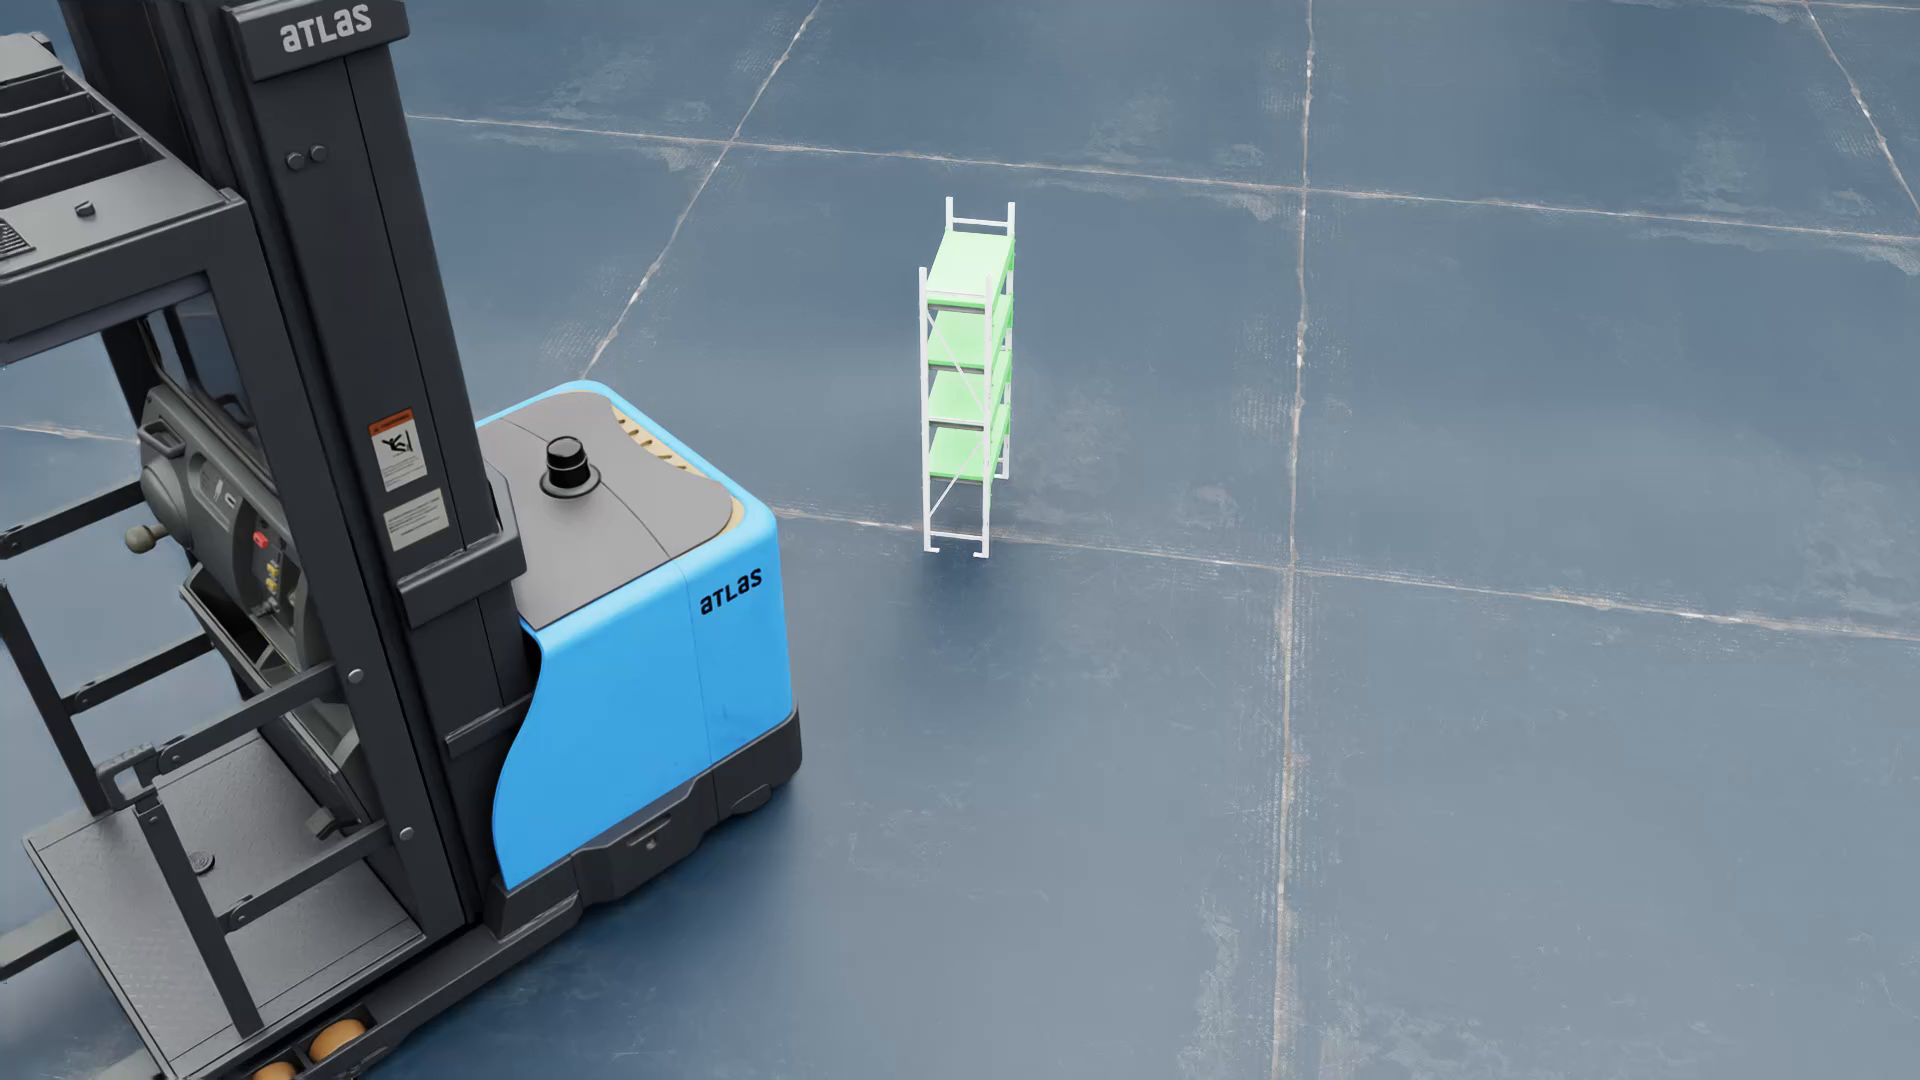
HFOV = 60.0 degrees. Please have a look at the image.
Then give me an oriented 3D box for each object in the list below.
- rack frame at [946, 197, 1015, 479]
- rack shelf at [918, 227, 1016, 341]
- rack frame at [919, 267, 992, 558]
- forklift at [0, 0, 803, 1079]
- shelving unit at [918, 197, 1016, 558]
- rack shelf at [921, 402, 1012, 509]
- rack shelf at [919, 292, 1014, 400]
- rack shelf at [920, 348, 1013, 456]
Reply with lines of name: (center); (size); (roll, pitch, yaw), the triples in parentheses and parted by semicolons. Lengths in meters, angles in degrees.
rack frame: (0.071, -0.719, 6.179); (0.240, 1.200, 0.015); (6, 40, 8)
rack shelf: (0.029, -0.887, 5.728); (0.258, 0.148, 0.480); (6, 40, 8)
rack frame: (-0.014, -0.413, 5.808); (0.240, 1.200, 0.015); (6, 40, 8)
forklift: (-1.928, 0.034, 3.909); (3.031, 2.935, 1.130); (-30, 48, -31)
shelving unit: (0.029, -0.566, 5.993); (0.258, 1.200, 0.503); (6, 40, 8)
rack shelf: (0.029, -0.332, 6.187); (0.258, 0.148, 0.480); (6, 40, 8)
rack shelf: (0.029, -0.702, 5.881); (0.258, 0.148, 0.480); (6, 40, 8)
rack shelf: (0.029, -0.517, 6.034); (0.258, 0.148, 0.480); (6, 40, 8)
